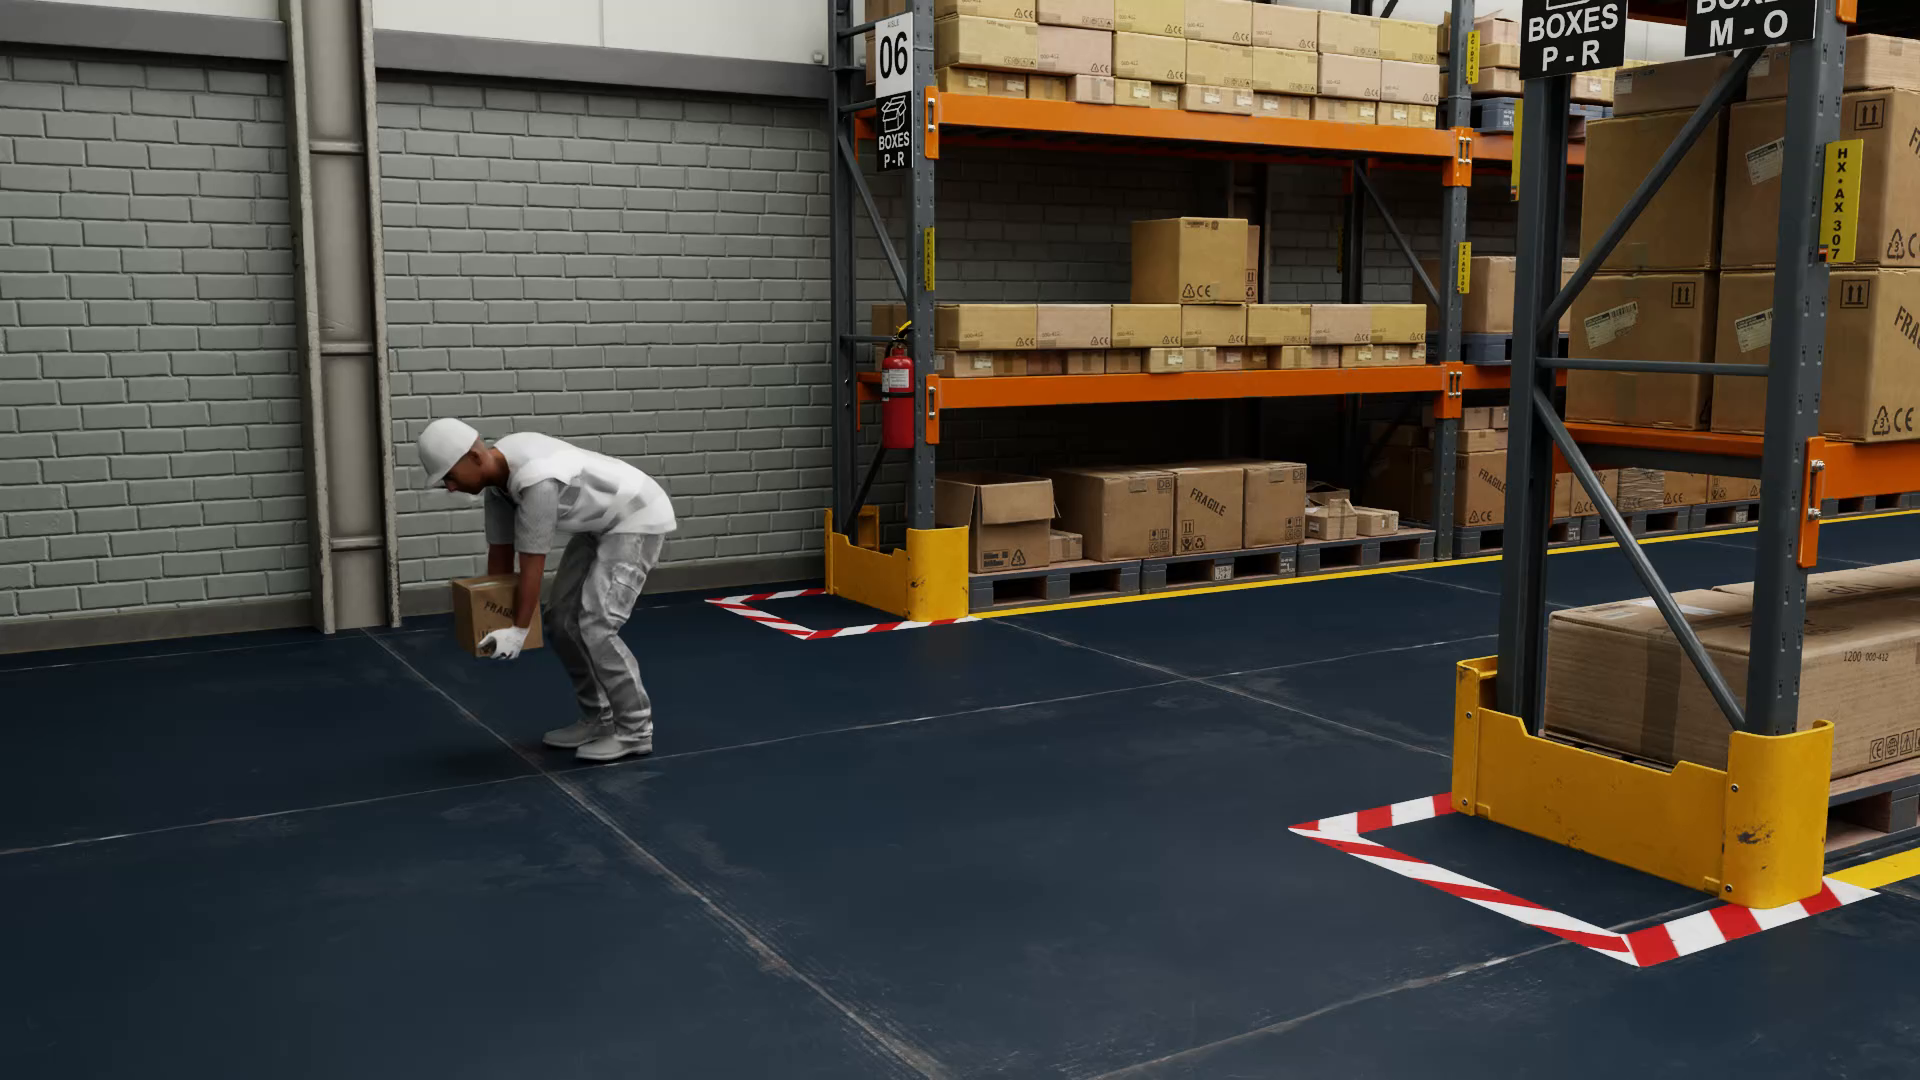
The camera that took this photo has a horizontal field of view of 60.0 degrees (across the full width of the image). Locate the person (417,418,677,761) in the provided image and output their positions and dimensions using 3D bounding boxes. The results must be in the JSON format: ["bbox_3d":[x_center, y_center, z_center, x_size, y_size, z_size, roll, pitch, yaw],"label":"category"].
[{"bbox_3d":[-1.525,0.179,6.214,0.938,1.294,0.500,-5,10,-33],"label":"person"}]
